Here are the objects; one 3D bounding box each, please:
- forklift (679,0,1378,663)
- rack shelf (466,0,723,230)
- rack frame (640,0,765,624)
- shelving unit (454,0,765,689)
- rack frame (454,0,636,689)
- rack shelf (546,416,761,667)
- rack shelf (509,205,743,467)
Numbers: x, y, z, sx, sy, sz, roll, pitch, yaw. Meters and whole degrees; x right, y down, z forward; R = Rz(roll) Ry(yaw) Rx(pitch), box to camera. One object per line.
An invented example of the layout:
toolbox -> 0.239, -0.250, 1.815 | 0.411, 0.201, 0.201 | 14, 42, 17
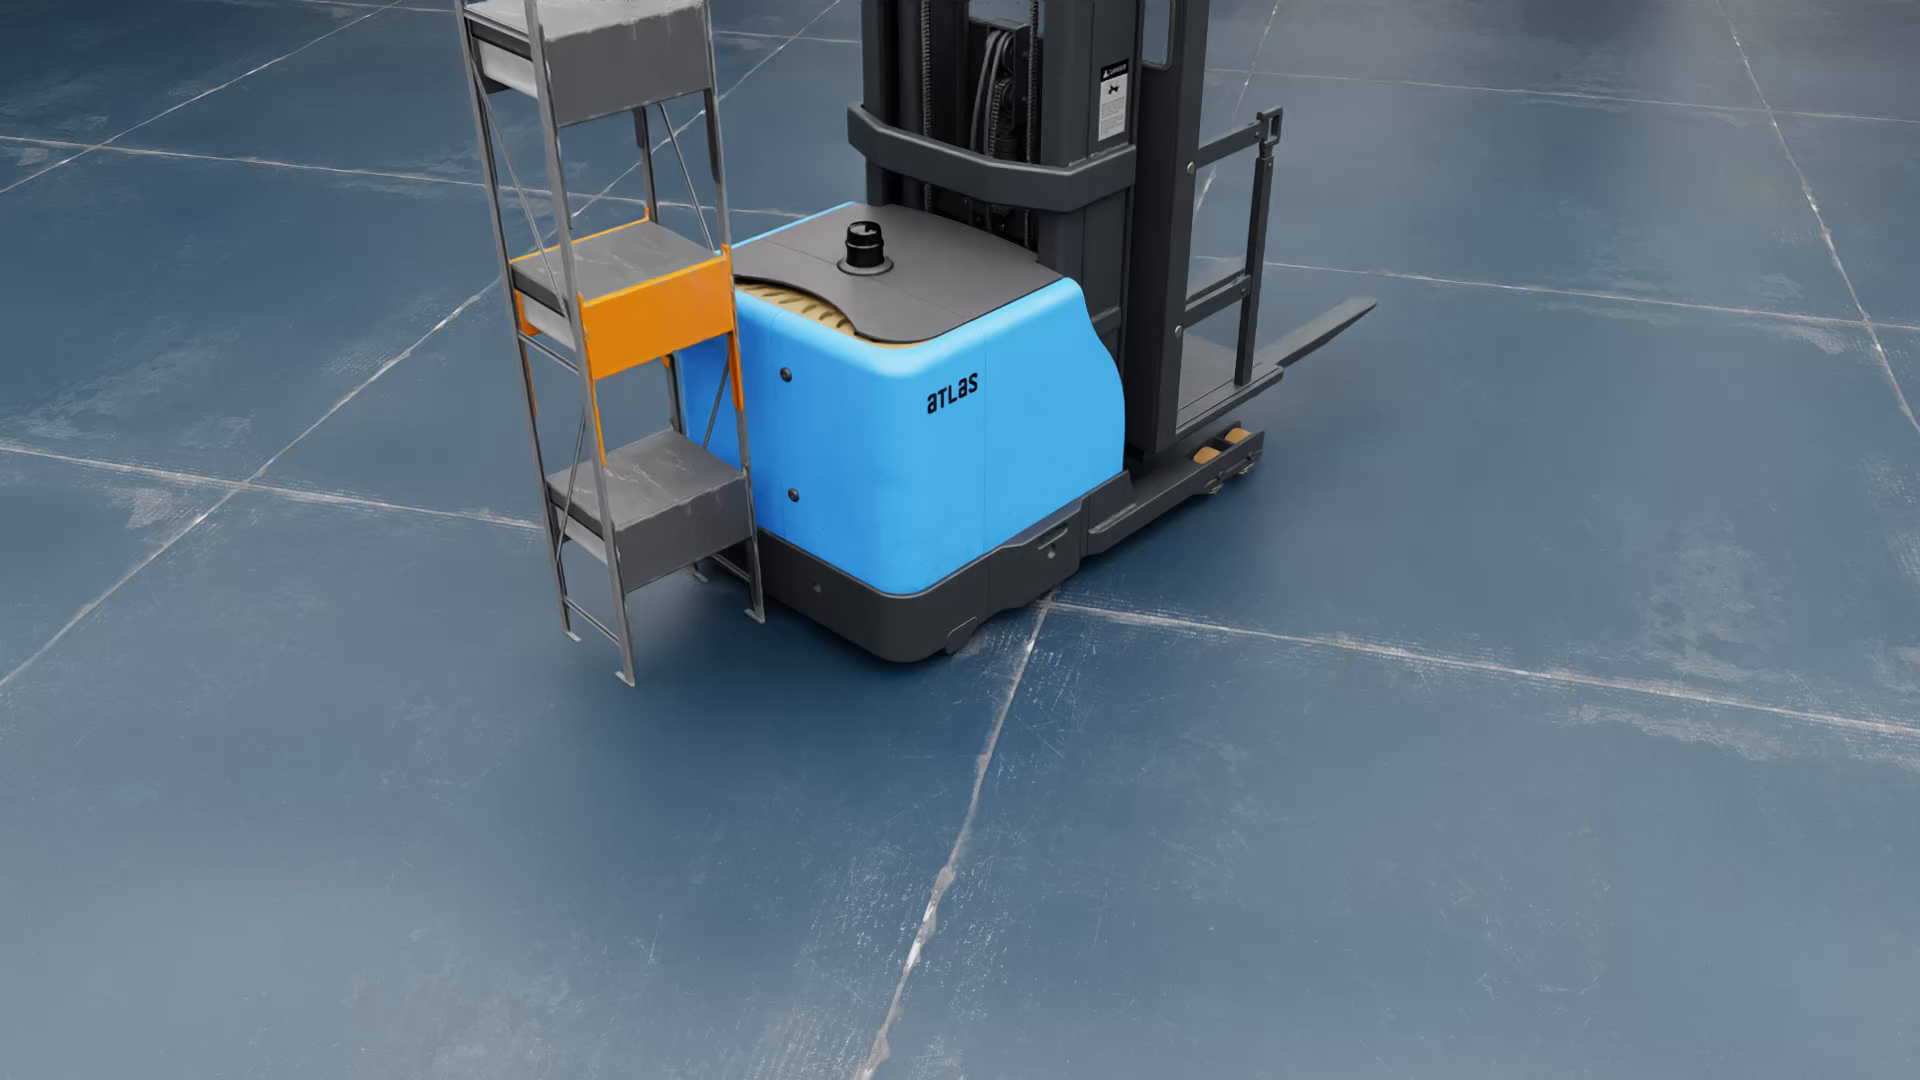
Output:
forklift -> 0.469, -1.569, 5.487 | 1.130, 2.935, 3.031 | 26, 41, 35
rack shelf -> -0.960, -1.179, 4.363 | 0.480, 0.518, 0.431 | -27, 41, -34
rack frame -> -0.773, -0.694, 4.873 | 0.015, 2.100, 0.400 | -27, 41, -34
shelving unit -> -0.954, -0.603, 4.735 | 0.503, 2.100, 0.431 | -27, 41, -34
rack frame -> -1.134, -0.512, 4.598 | 0.015, 2.100, 0.400 | -27, 41, -34
rack shelf -> -0.947, -0.004, 5.123 | 0.480, 0.518, 0.431 | -27, 41, -34
rack shelf -> -0.954, -0.591, 4.743 | 0.480, 0.518, 0.431 | -27, 41, -34
